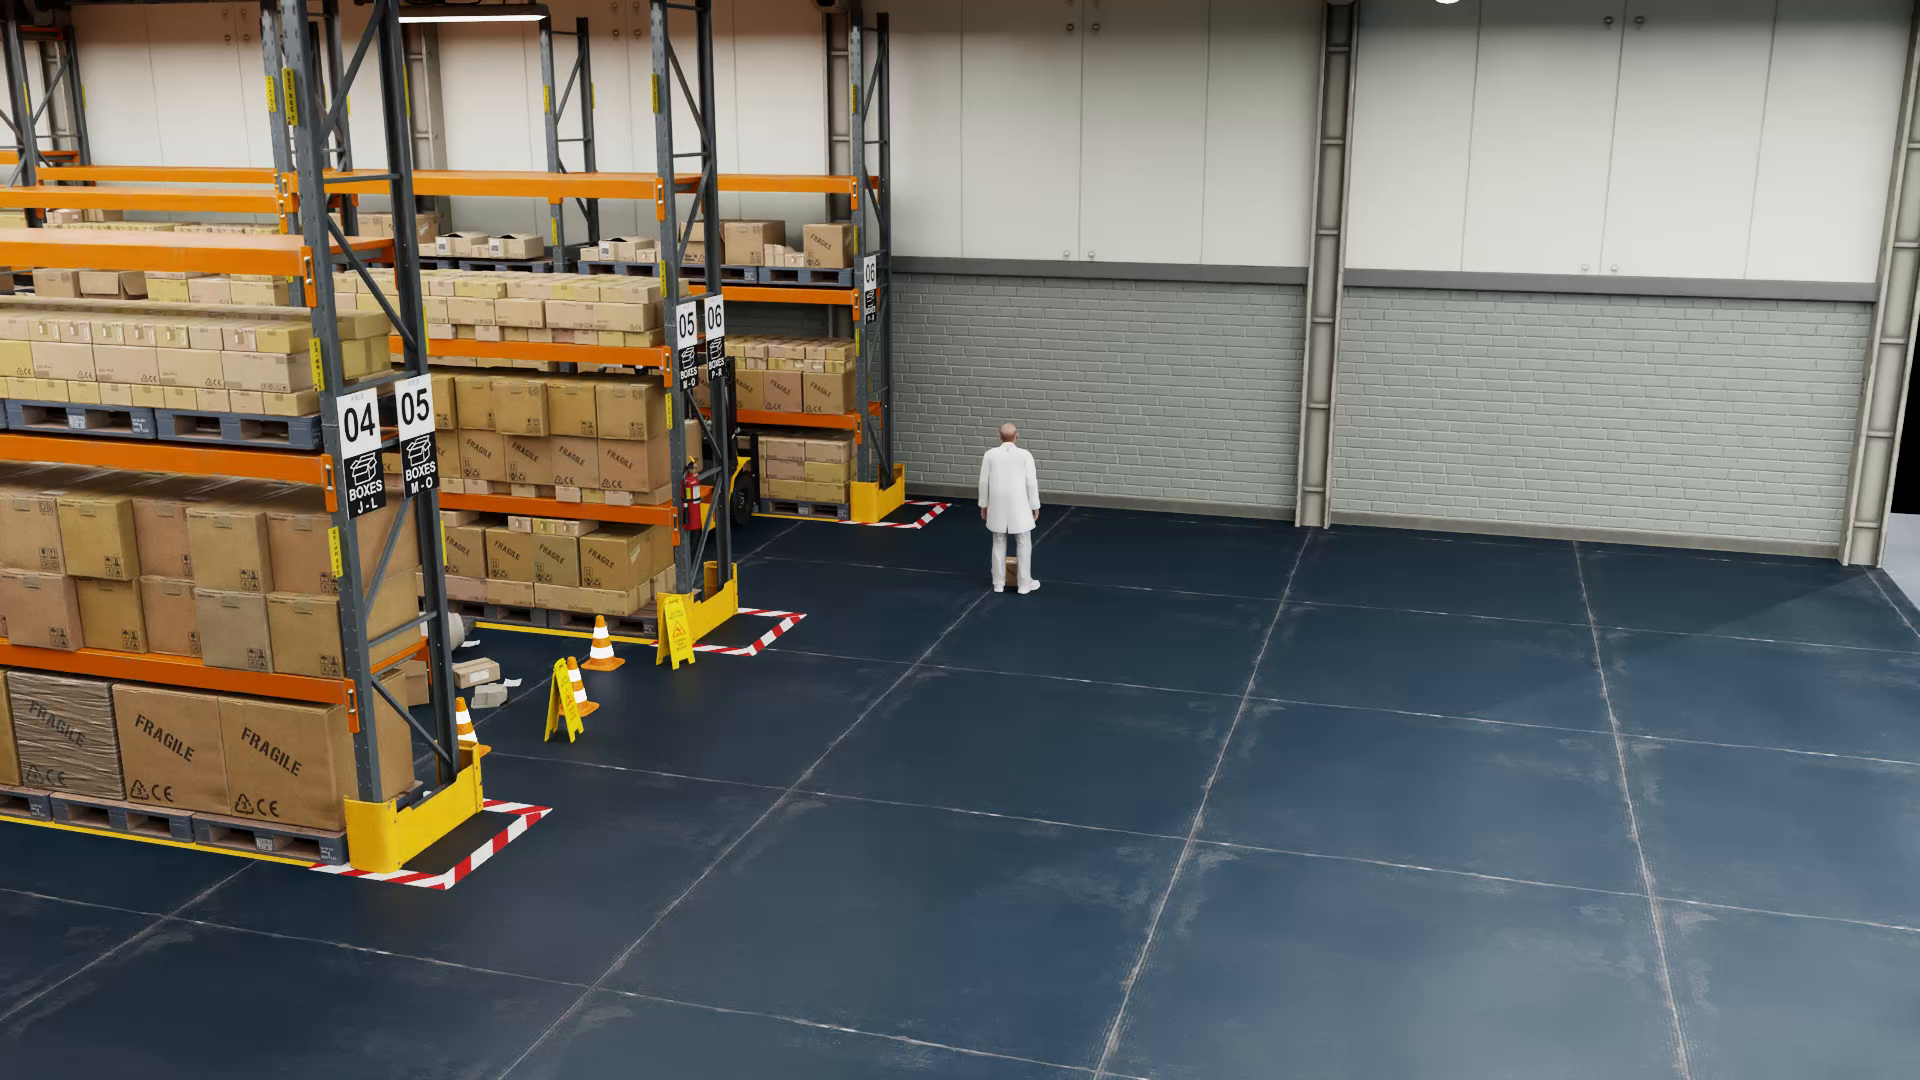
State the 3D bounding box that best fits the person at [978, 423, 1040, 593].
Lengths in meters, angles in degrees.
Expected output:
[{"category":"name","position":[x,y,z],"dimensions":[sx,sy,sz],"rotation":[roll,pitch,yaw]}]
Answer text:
[{"category":"person","position":[0.511,-0.337,17.322],"dimensions":[0.653,1.774,0.423],"rotation":[3,15,13]}]
